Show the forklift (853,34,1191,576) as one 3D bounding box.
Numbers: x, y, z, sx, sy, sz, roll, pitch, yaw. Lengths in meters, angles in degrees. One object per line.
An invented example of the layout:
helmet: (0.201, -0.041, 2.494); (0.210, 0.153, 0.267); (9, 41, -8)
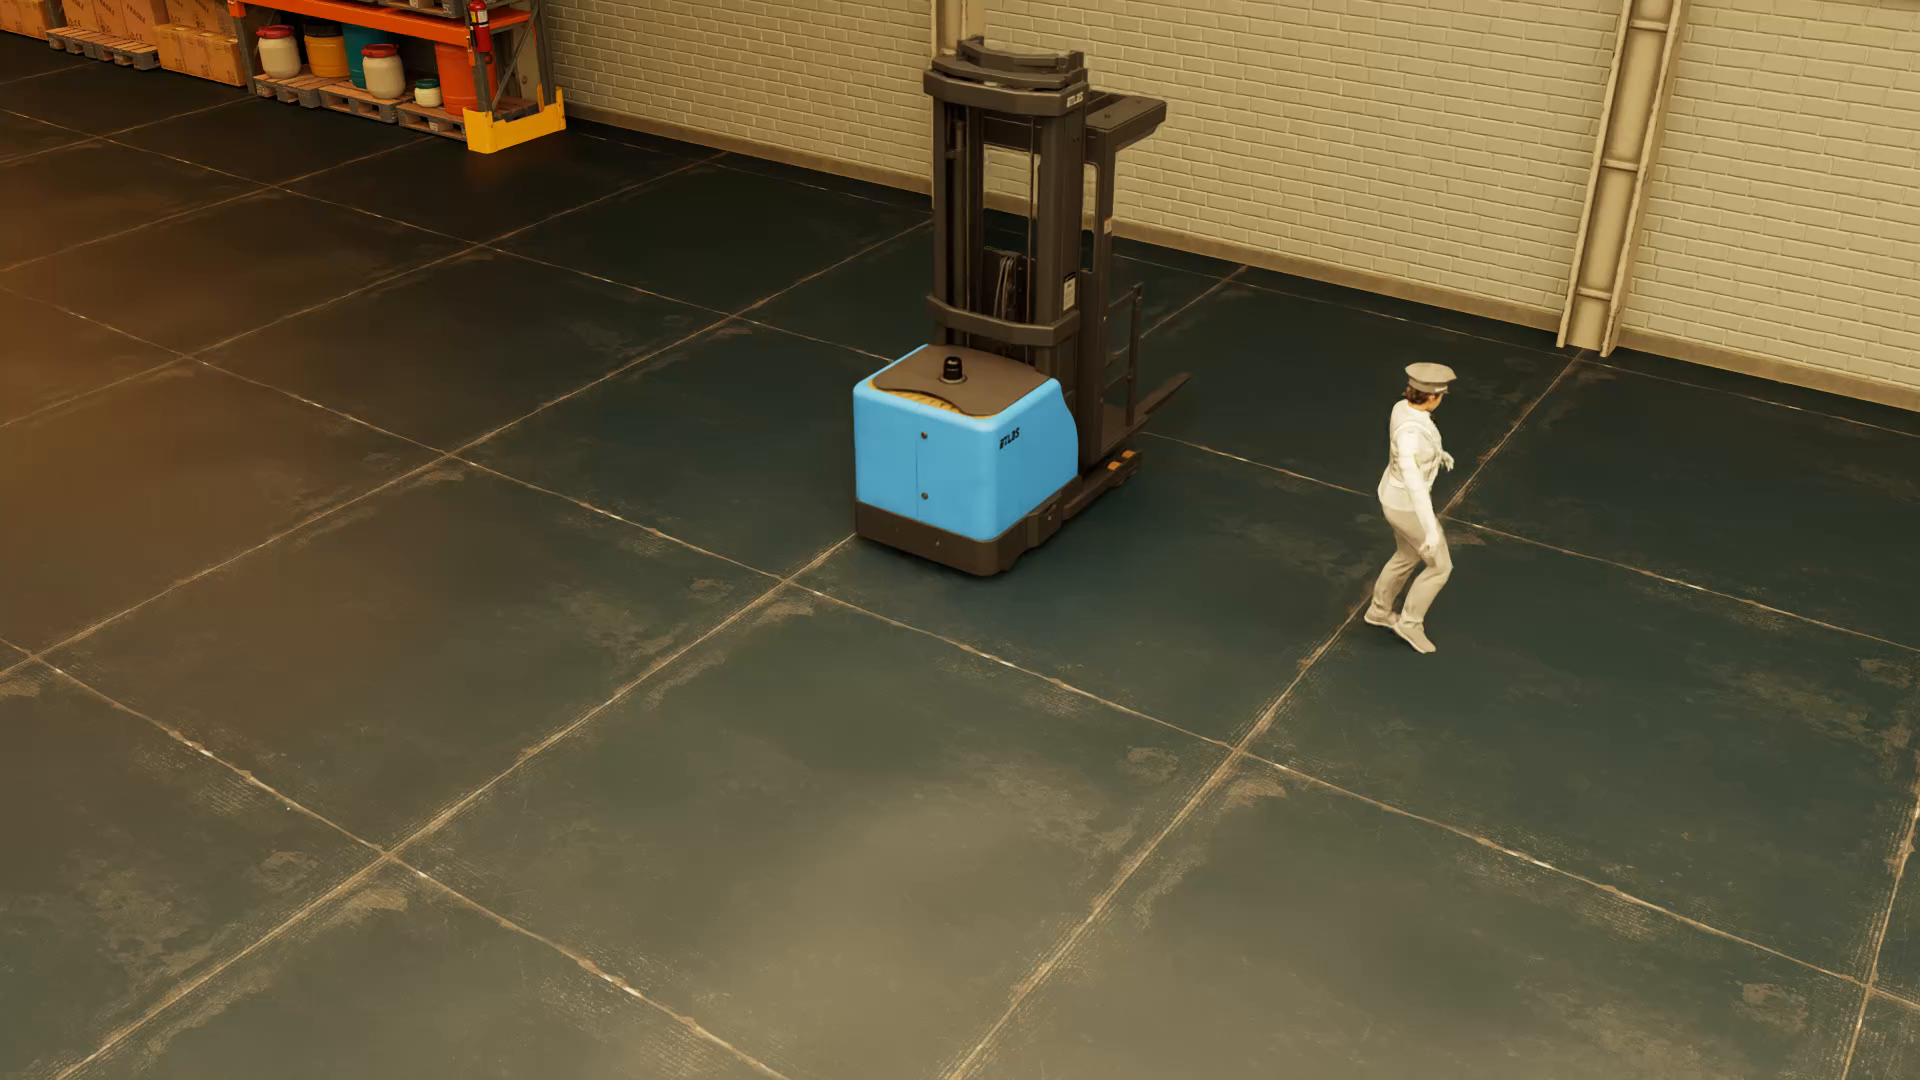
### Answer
forklift: (0.573, -1.746, 10.588); (1.130, 2.935, 3.031); (18, 35, 29)

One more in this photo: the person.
person: (2.534, -0.180, 9.218); (0.442, 1.685, 0.837); (6, 31, 10)
